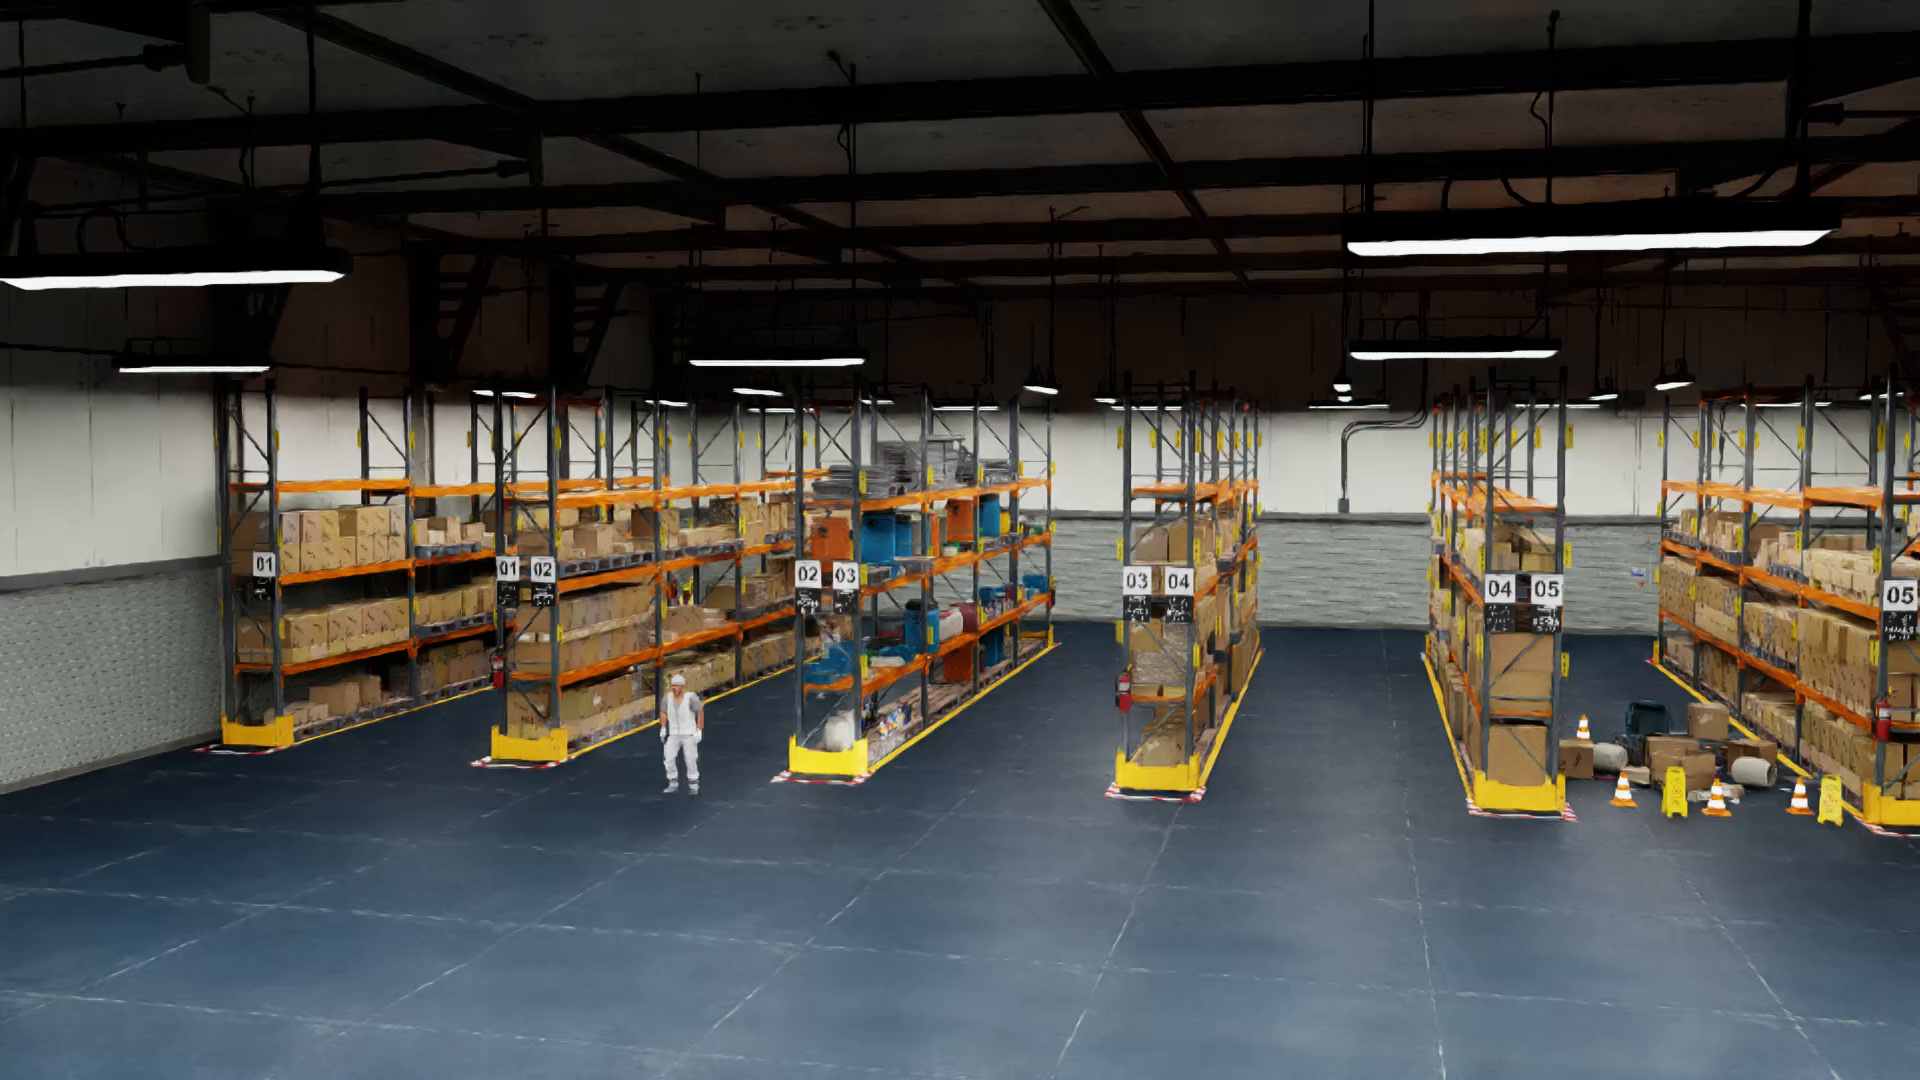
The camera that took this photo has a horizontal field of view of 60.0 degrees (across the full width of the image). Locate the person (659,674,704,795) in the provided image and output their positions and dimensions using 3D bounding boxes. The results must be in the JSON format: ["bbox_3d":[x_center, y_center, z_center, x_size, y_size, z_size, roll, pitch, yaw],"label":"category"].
[{"bbox_3d":[-3.921,2.737,23.380,0.677,1.742,0.552,1,4,12],"label":"person"}]

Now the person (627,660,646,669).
[{"bbox_3d":[-6.726,2.137,34.545,0.598,1.601,0.507,1,4,12],"label":"person"}]

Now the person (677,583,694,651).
[{"bbox_3d":[-6.309,1.838,38.495,0.577,1.691,1.121,1,4,15],"label":"person"}]

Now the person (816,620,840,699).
[{"bbox_3d":[-2.486,2.294,32.255,0.415,1.517,1.041,1,3,11],"label":"person"}]
